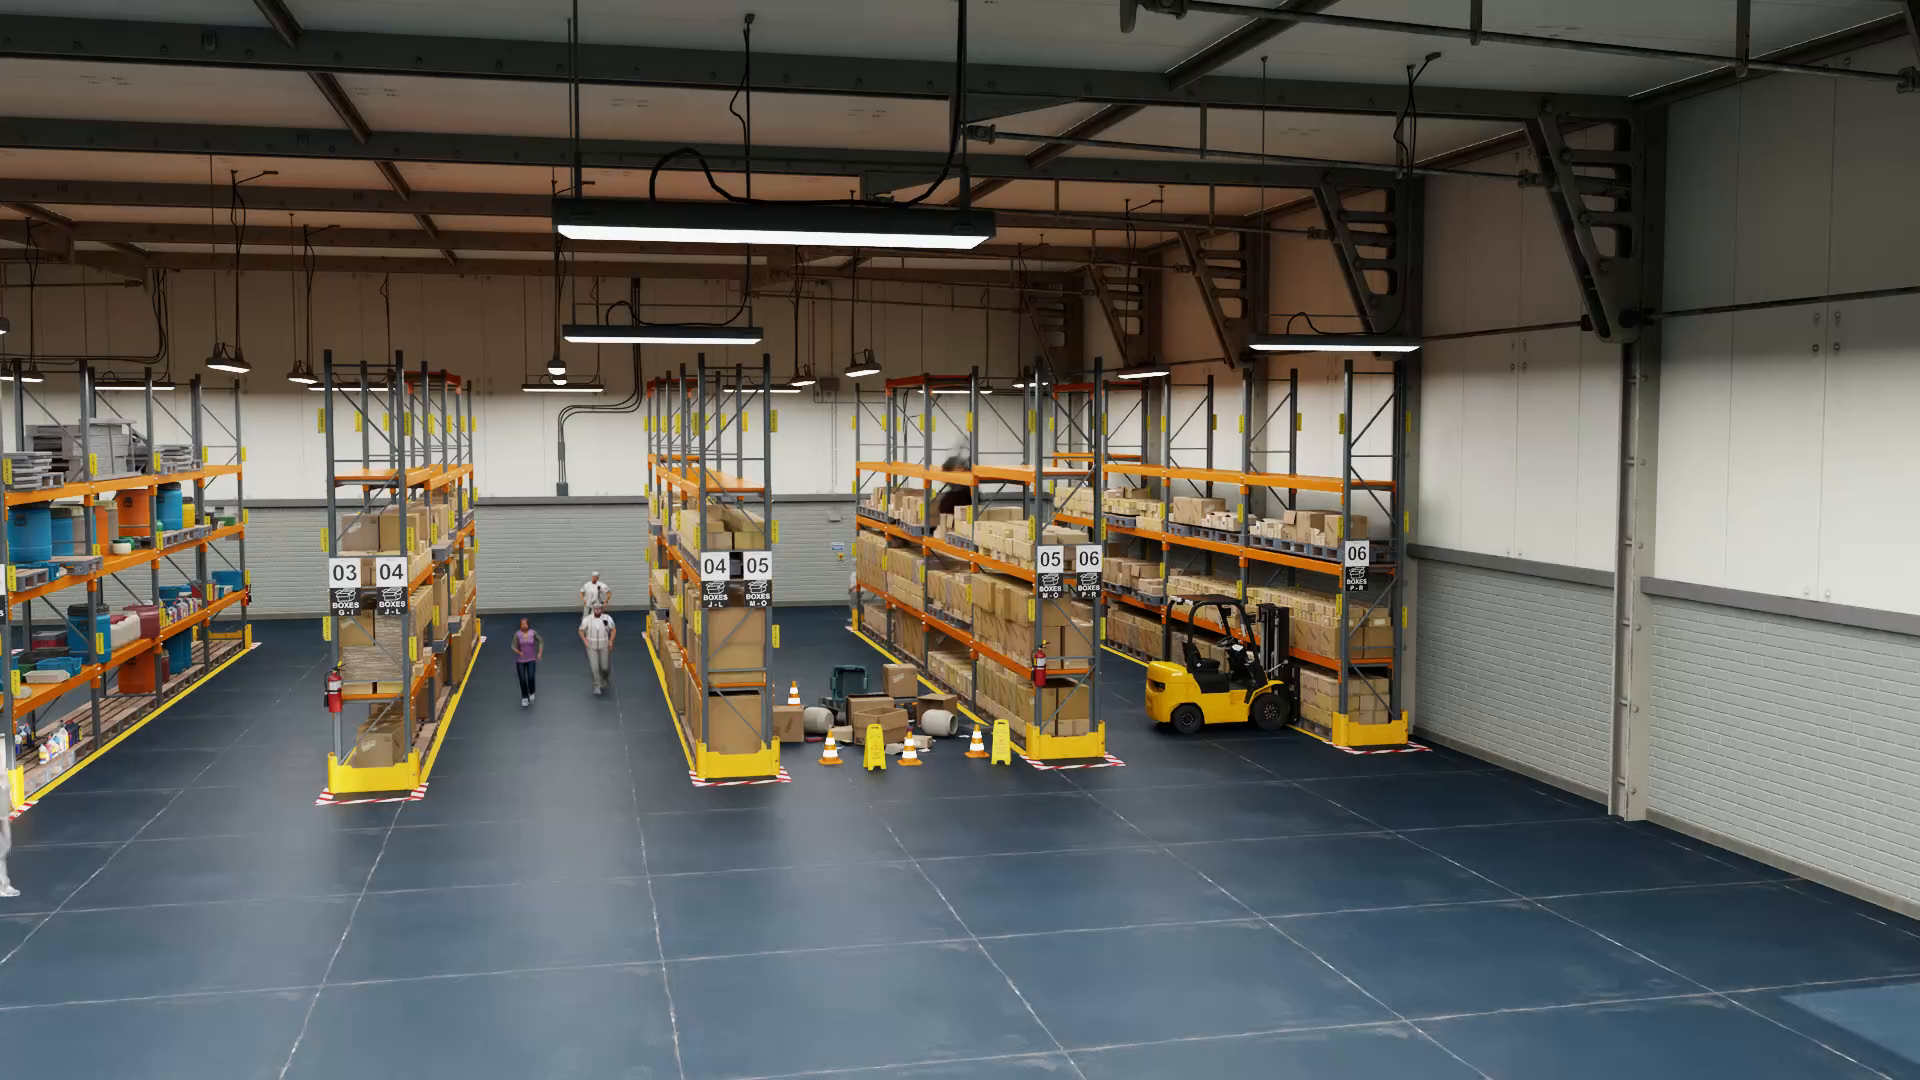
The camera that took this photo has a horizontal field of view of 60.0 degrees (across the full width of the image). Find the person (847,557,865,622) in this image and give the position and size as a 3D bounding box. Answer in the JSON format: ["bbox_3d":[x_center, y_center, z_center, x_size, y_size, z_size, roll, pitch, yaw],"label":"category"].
[{"bbox_3d":[-2.566,1.257,41.710,0.708,1.714,0.717,1,4,14],"label":"person"}]

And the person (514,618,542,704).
[{"bbox_3d":[-7.666,2.157,29.472,0.531,1.564,0.594,-1,4,-14],"label":"person"}]

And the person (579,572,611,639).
[{"bbox_3d":[-8.468,1.530,38.453,0.703,1.601,0.509,0,4,3],"label":"person"}]

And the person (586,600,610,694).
[{"bbox_3d":[-6.758,1.975,31.005,0.434,1.748,0.538,-1,4,-13],"label":"person"}]

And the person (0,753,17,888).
[{"bbox_3d":[-10.341,2.948,17.659,0.592,1.501,0.503,1,4,13],"label":"person"}]
